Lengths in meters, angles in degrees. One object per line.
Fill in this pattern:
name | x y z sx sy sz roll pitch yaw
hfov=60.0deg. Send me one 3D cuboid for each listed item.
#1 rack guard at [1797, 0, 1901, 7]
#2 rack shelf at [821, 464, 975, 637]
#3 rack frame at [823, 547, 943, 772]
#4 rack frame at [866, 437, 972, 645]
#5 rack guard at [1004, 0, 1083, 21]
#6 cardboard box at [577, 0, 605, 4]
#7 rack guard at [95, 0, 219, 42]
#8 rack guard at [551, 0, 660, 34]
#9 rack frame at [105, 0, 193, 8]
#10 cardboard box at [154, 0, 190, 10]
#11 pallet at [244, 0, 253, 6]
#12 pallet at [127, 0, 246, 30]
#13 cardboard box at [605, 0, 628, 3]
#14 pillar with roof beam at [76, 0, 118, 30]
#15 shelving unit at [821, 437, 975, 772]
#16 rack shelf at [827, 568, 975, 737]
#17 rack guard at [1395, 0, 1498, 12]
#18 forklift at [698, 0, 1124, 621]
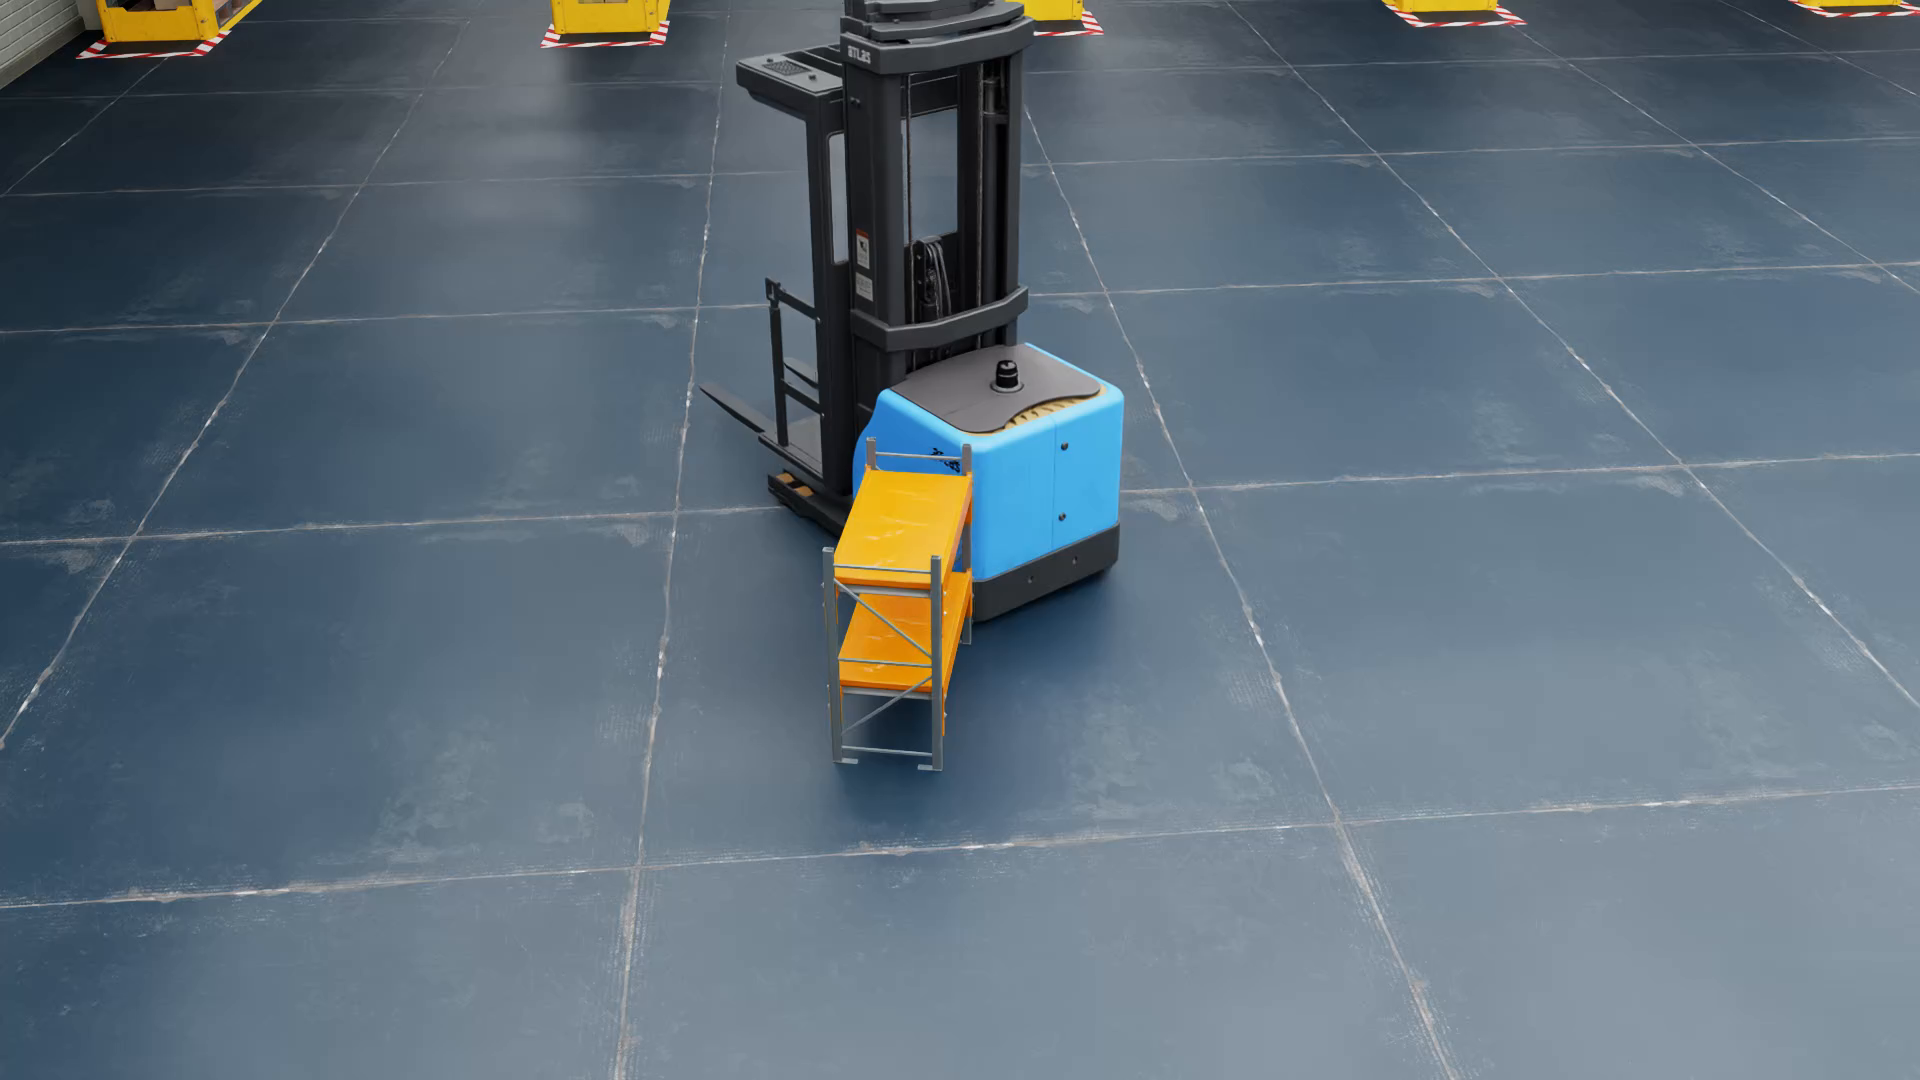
rack guard | 10.772 -6.728 20.027 1.175 0.500 0.348 -3 31 -5
rack shelf | -0.260 0.028 7.535 0.538 0.278 1.000 4 31 7
rack frame | -0.327 0.538 7.253 0.500 1.125 0.032 4 31 7
rack frame | -0.193 0.021 8.118 0.500 1.125 0.032 4 31 7
rack guard | 0.837 -6.354 19.400 1.175 0.500 0.348 -3 31 -5
cardboard box | -4.386 -6.415 19.336 0.500 0.250 0.500 -3 31 -5
rack guard | -8.980 -5.882 18.609 1.175 0.500 0.348 -3 31 -5
rack guard | -4.039 -6.070 18.924 1.175 0.500 0.348 -3 31 -5
rack frame | -8.973 -6.916 17.903 1.000 3.000 0.127 -3 31 -5
cardboard box | -8.948 -6.308 19.079 0.500 0.311 0.500 -6 31 -10
pallet | -9.132 -6.795 20.421 1.003 0.211 1.213 -3 31 -5
pallet | -9.021 -6.174 19.381 1.003 0.211 1.213 -3 31 -5
cardboard box | -3.870 -6.439 19.377 0.500 0.250 0.500 -3 31 -5
pillar with roof beam | -5.614 -10.014 17.239 9.100 9.000 0.400 -3 31 -5
shelving unit | -0.260 0.279 7.685 0.538 1.125 1.048 4 31 7
rack shelf | -0.260 0.489 7.811 0.538 0.278 1.000 4 31 7
rack guard | 5.815 -6.593 19.801 1.175 0.500 0.348 -3 31 -5
forklift | -0.452 -1.539 8.968 1.130 2.935 3.031 -22 37 -32
